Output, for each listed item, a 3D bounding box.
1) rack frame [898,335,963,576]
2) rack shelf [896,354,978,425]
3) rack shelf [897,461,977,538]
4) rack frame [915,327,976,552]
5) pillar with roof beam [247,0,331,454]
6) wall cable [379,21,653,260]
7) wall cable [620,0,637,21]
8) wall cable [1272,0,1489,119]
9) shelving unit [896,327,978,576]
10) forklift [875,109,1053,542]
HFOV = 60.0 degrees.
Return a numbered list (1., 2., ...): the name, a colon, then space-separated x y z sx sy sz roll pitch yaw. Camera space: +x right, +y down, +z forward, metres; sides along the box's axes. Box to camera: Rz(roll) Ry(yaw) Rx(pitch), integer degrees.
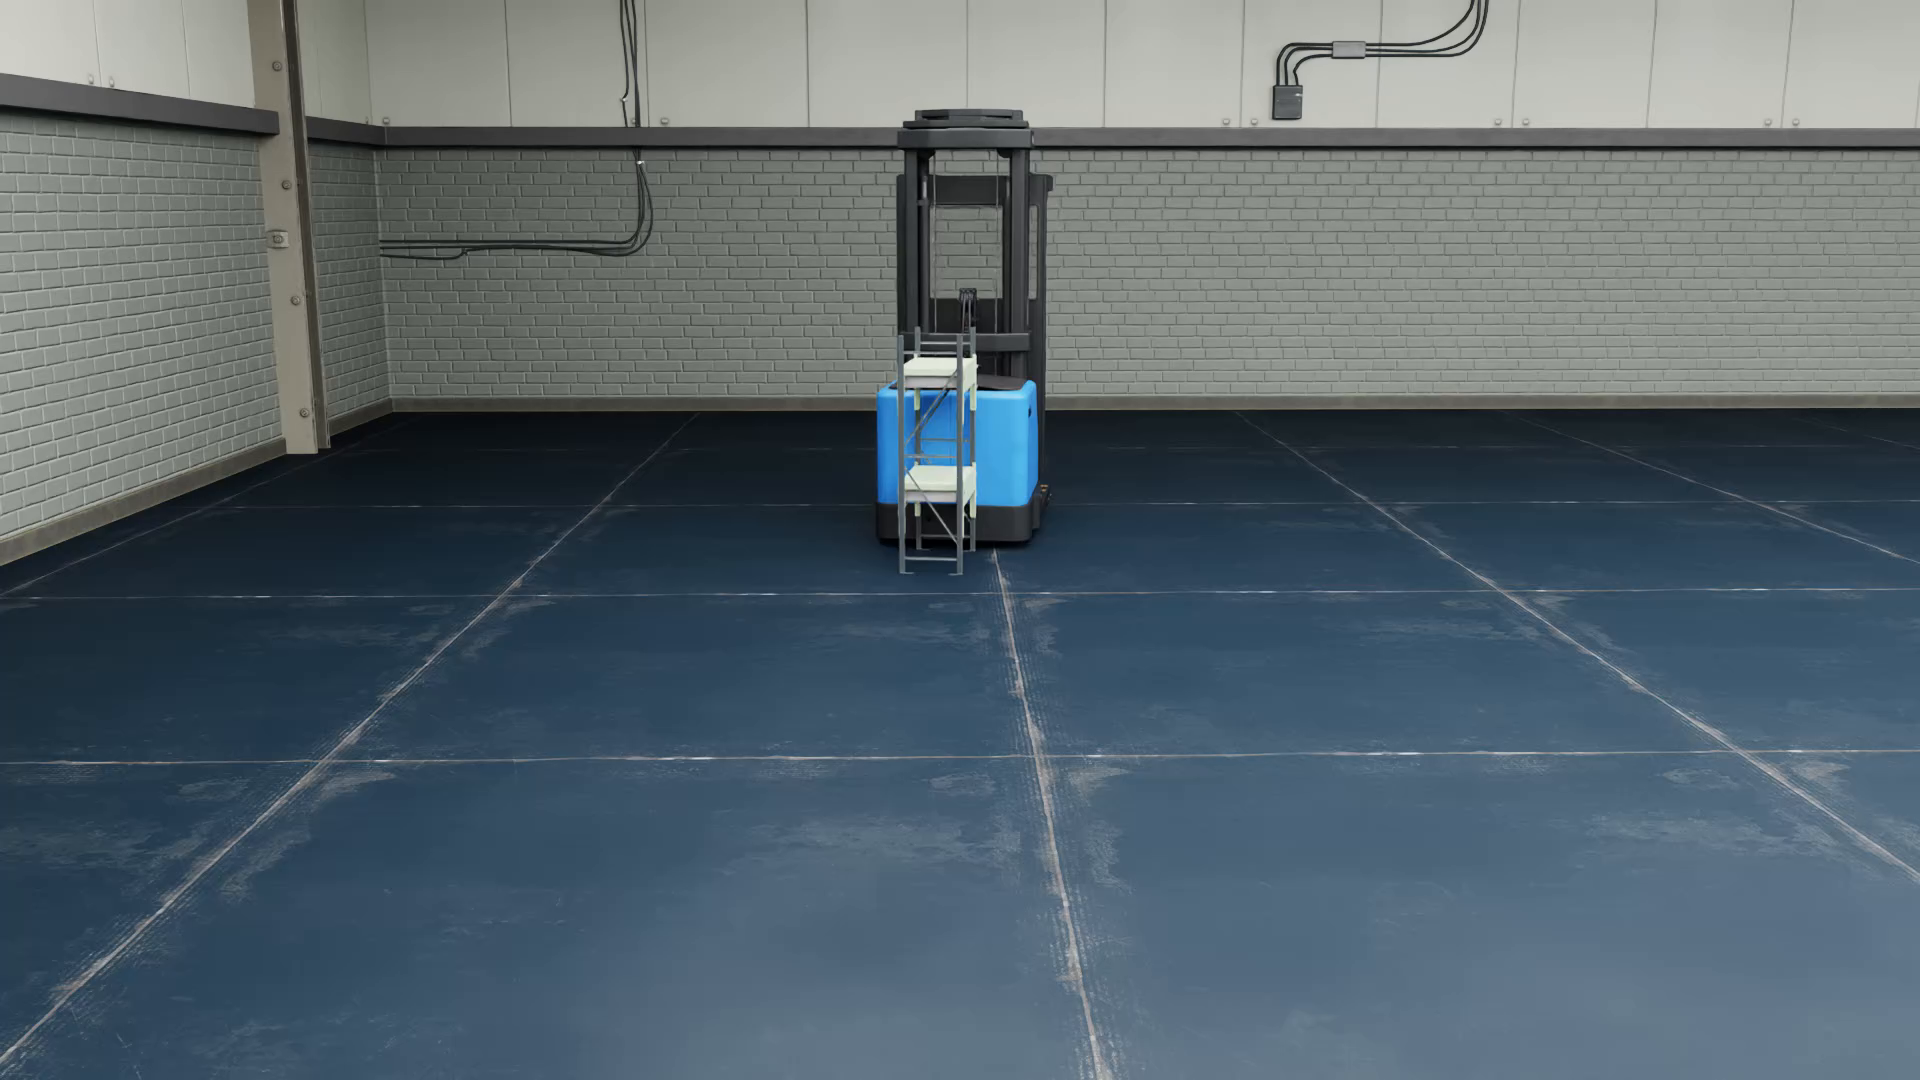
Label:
1. rack frame: -0.183 -0.515 10.324 0.400 1.500 0.023 1 12 7
2. rack shelf: -0.140 -0.969 10.603 0.431 0.370 0.720 1 12 7
3. rack shelf: -0.140 -0.267 10.745 0.431 0.370 0.720 1 12 7
4. rack frame: -0.097 -0.659 11.037 0.400 1.500 0.023 1 12 7
5. pillar with roof beam: -1.873 -5.275 14.926 9.100 9.000 0.400 0 11 -1
6. wall cable: -4.916 -4.326 18.061 3.097 2.526 0.112 0 11 -1
7. wall cable: -2.212 -6.813 17.614 3.097 2.526 0.112 0 11 -1
8. wall cable: 4.575 -7.551 17.591 2.305 6.003 0.169 0 11 -1
9. shelving unit: -0.140 -0.587 10.680 0.431 1.500 0.755 1 12 7
10. forklift: 0.113 -1.663 12.387 1.130 2.935 3.031 1 12 7
